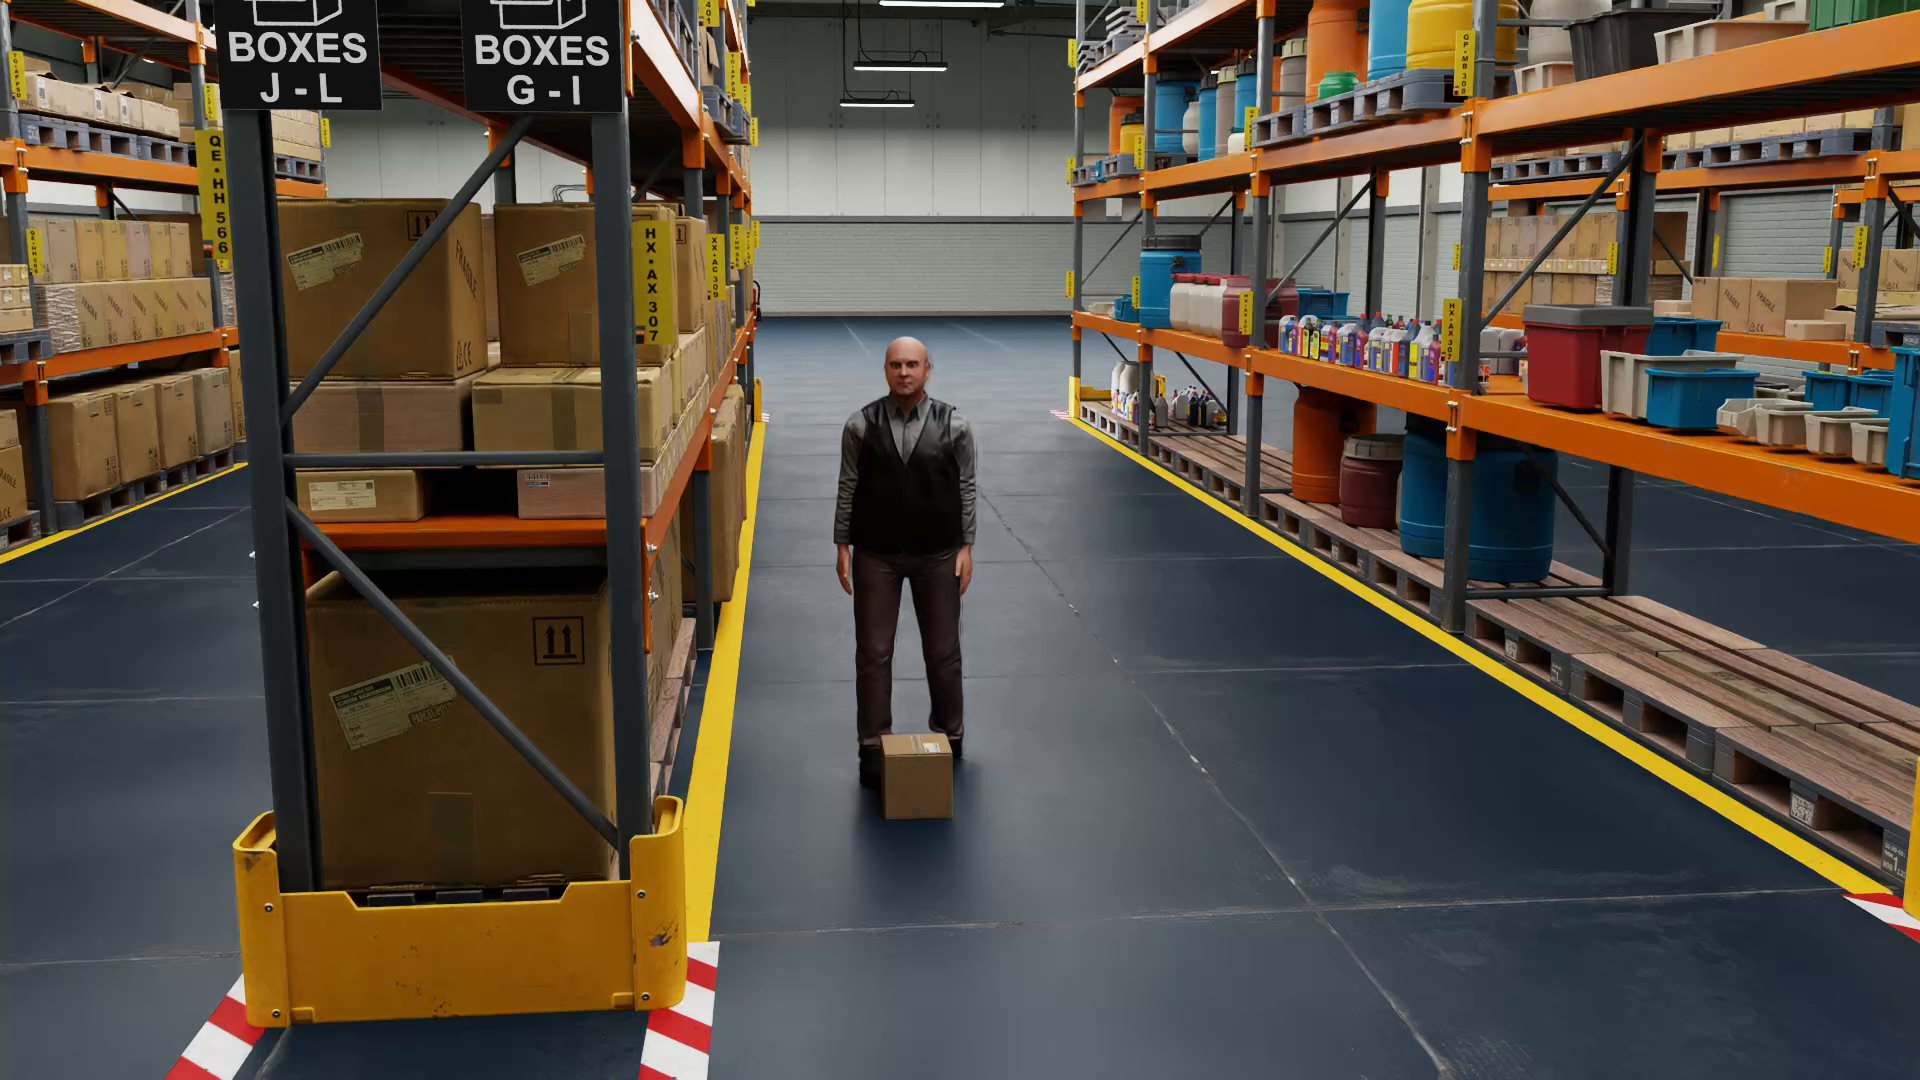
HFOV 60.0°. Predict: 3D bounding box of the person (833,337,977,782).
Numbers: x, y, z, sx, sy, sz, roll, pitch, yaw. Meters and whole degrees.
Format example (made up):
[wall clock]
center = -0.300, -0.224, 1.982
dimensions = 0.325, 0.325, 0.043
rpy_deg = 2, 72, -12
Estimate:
[person]
center = -0.216, 0.083, 6.515
dimensions = 0.566, 1.740, 0.493
rpy_deg = 0, 10, 0
